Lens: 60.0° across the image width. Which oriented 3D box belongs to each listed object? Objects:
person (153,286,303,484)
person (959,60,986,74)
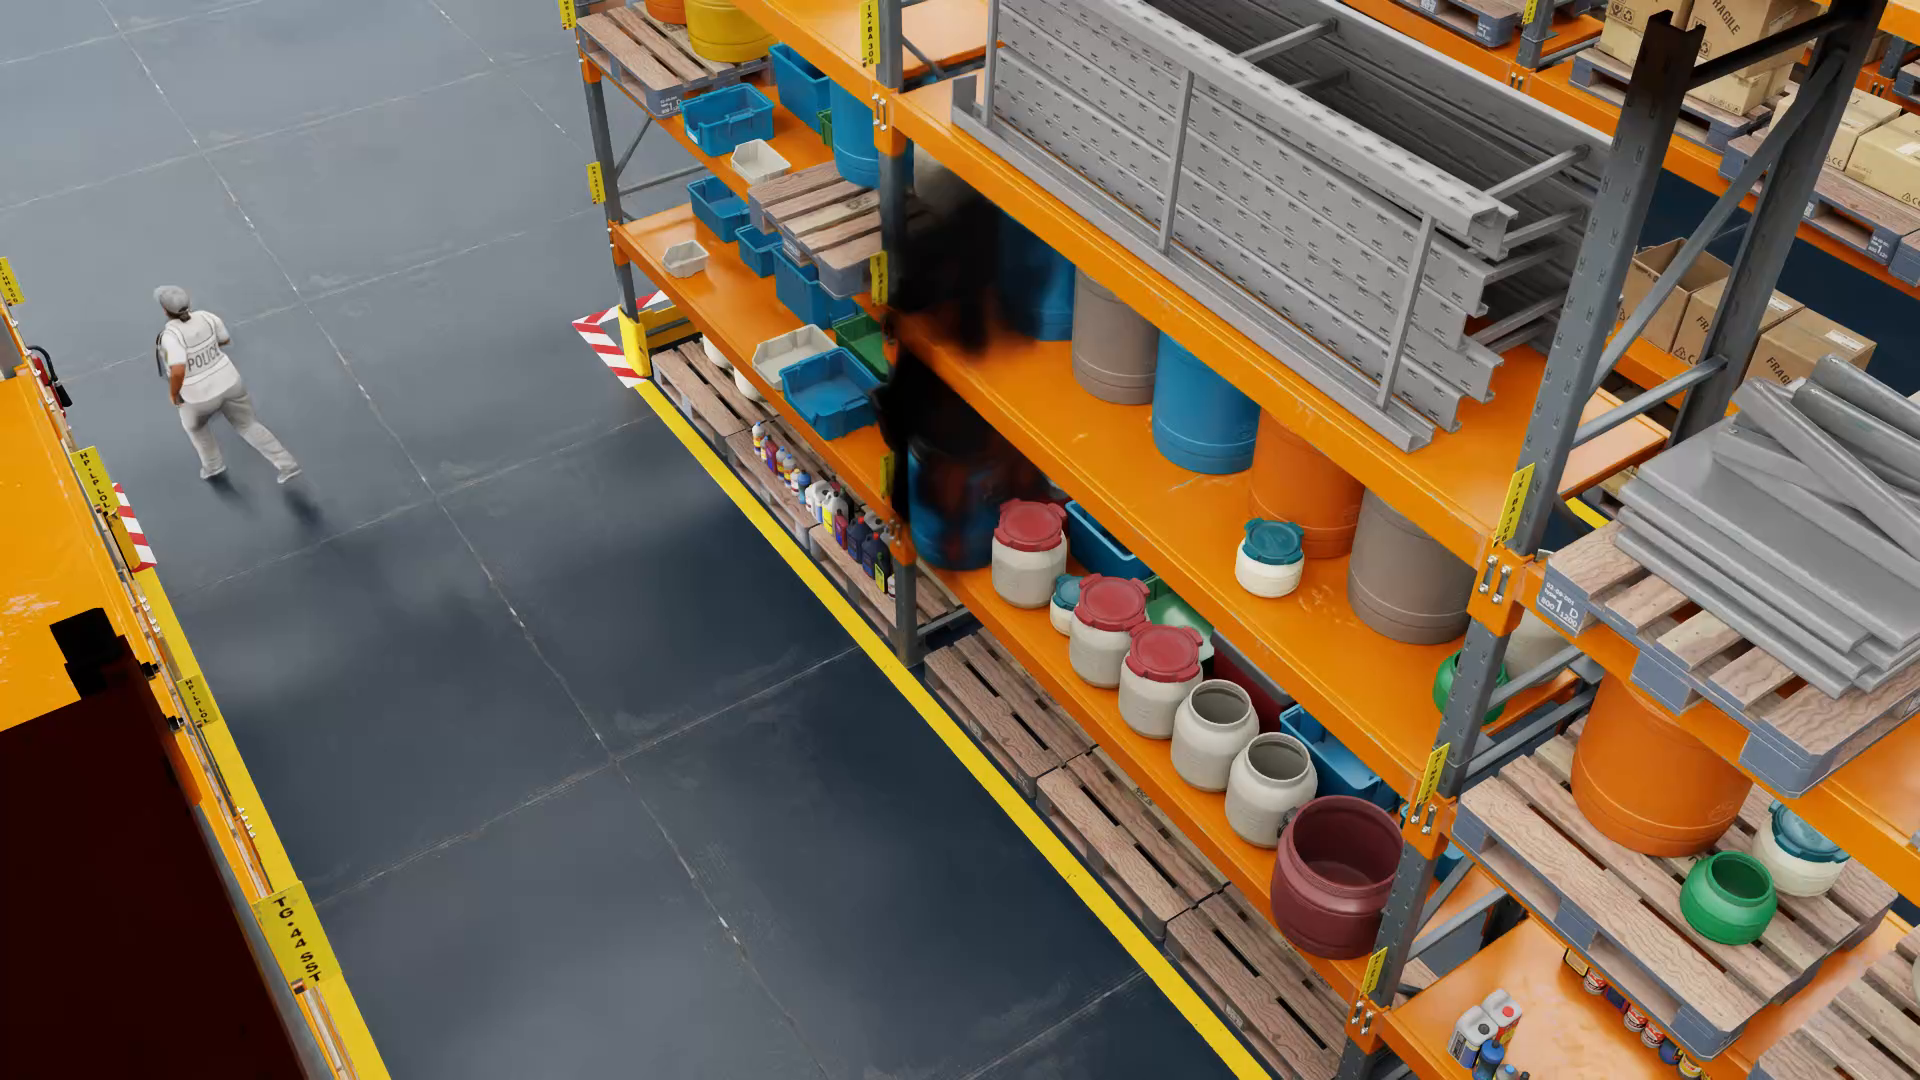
[{"bbox_3d":[-5.205,-0.996,11.636,0.896,1.698,0.612,25,48,25],"label":"person"},{"bbox_3d":[0.235,-4.882,15.937,0.594,1.556,0.541,-2,43,-2],"label":"person"}]
